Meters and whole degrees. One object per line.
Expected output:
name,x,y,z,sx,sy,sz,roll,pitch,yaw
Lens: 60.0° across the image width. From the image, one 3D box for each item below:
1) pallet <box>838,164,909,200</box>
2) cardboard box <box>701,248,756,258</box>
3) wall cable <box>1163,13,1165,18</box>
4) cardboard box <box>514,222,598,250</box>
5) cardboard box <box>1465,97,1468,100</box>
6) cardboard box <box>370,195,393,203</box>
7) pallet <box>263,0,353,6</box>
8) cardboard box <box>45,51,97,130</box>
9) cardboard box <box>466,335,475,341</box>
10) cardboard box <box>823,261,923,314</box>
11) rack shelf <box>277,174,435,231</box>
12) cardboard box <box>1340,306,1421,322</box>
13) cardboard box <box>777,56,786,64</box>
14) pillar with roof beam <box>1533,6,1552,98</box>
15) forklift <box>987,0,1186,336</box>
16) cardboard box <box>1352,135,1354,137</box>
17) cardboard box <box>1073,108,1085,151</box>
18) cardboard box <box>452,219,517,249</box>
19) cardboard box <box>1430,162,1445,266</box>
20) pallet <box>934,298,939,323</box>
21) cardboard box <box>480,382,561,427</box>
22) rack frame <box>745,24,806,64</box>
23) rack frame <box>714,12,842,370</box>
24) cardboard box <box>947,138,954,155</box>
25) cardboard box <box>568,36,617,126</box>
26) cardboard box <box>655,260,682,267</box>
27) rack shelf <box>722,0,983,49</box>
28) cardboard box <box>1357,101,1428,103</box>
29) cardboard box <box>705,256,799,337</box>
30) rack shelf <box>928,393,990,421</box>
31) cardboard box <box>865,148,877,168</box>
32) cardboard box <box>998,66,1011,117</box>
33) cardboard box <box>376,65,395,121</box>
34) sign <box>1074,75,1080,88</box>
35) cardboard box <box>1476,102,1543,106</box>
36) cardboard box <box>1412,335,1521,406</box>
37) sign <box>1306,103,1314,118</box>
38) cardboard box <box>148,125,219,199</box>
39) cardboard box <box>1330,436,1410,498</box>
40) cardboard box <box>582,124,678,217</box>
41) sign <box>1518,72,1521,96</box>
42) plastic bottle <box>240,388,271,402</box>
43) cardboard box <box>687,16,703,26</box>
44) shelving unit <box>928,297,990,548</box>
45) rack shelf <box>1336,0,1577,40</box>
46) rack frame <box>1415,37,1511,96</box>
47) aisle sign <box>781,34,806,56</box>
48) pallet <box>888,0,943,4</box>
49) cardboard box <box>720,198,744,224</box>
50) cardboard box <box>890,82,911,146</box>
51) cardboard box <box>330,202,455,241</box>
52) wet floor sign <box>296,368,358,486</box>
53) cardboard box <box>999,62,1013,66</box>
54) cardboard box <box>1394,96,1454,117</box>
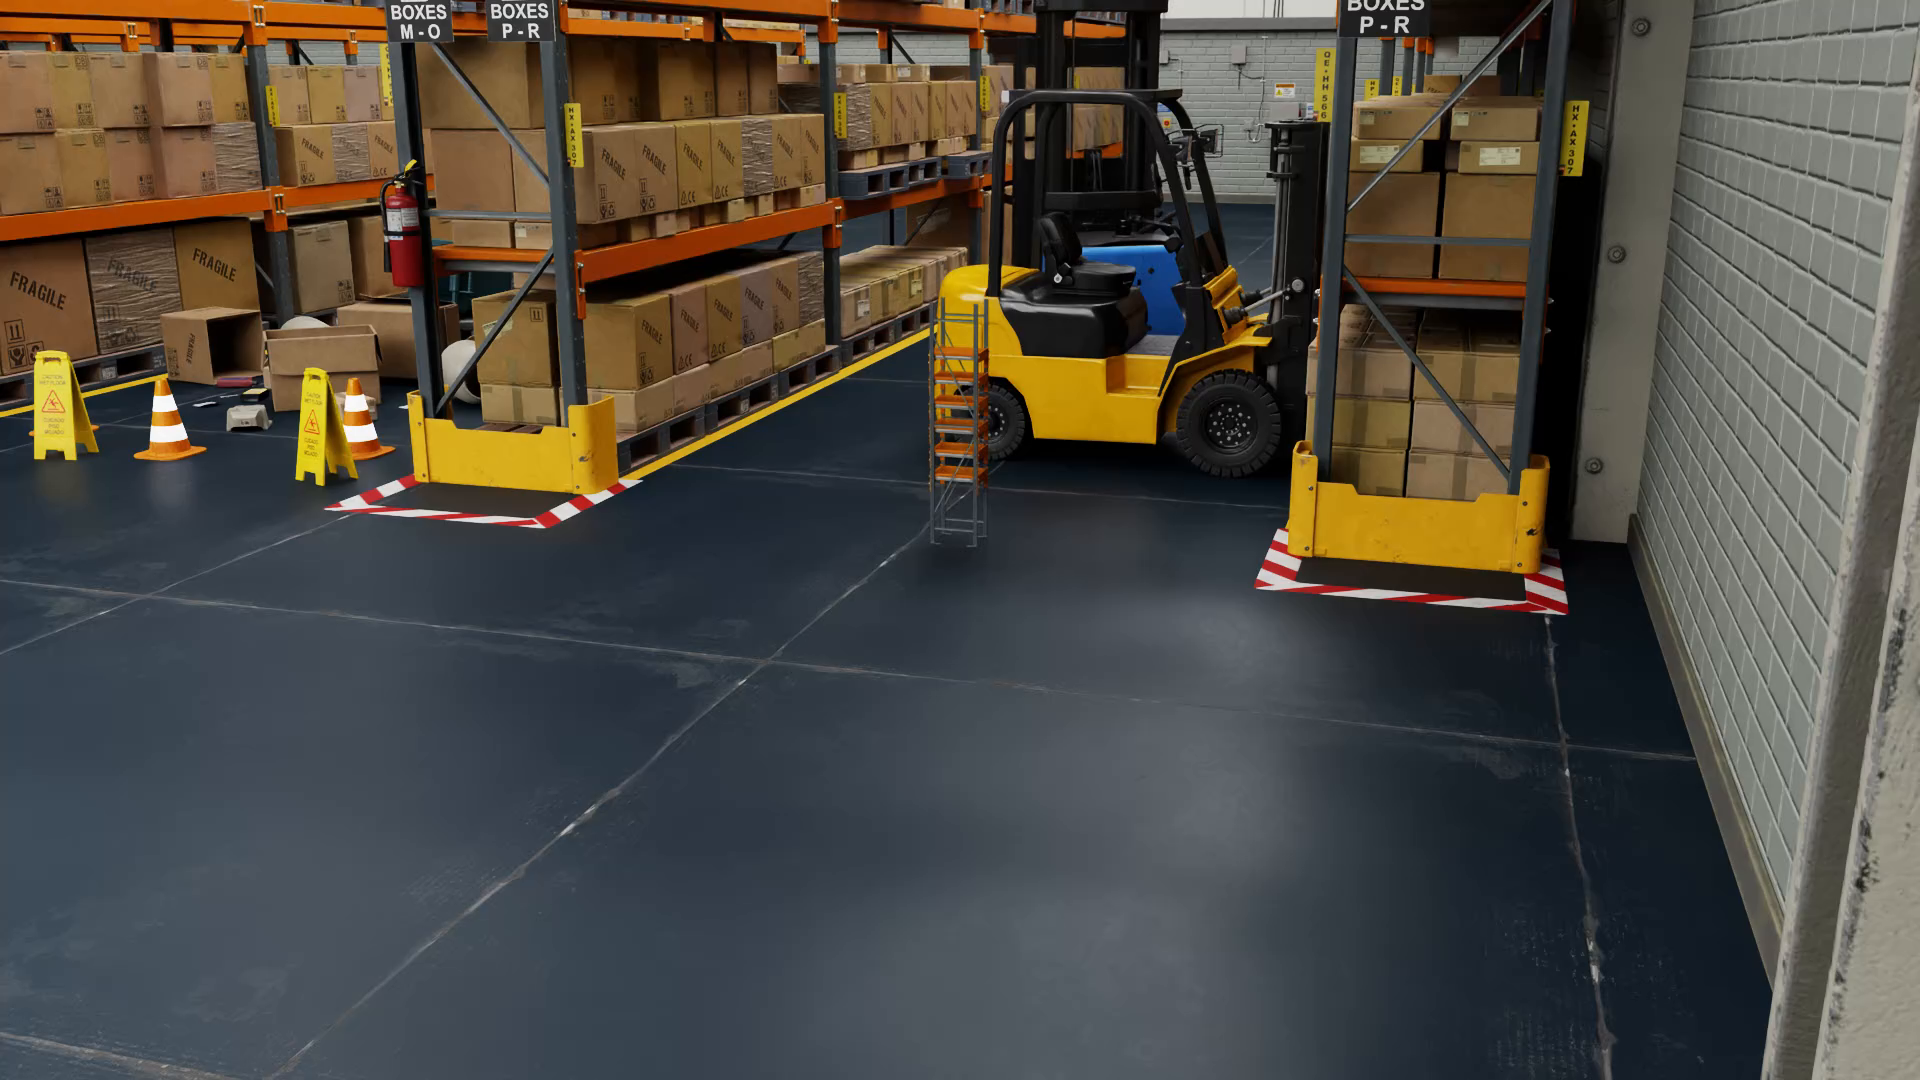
pallet,-1.067,-2.903,13.420,1.003,0.211,1.213,5,16,16
cardboard box,-1.850,-1.914,12.474,0.500,0.500,0.500,5,17,19
wall cable,3.333,-10.343,28.303,0.463,3.000,0.029,5,16,16
cardboard box,-2.265,-1.713,9.330,0.380,0.149,0.250,5,16,16
cardboard box,3.425,-2.757,10.635,0.380,0.149,0.250,4,16,14
cardboard box,-8.387,-5.015,23.637,0.875,0.875,0.875,5,16,16
pallet,-5.985,-4.759,14.465,0.805,0.209,1.217,4,16,14
cardboard box,-6.809,-3.239,12.000,0.875,0.550,0.500,5,16,16
cardboard box,-3.713,-1.445,12.937,0.258,0.266,0.396,-7,17,-23
cardboard box,-0.880,-2.253,14.821,0.950,0.372,0.625,5,17,18
rack shelf,-5.630,-3.342,15.932,1.077,0.370,4.000,5,16,16
cardboard box,2.305,-1.148,9.318,0.500,0.250,0.500,5,17,17
cardboard box,-2.823,-6.705,23.910,0.500,0.500,0.500,4,16,14
pillar with roof beam,2.545,-7.848,19.509,9.100,9.000,0.400,5,16,16
forklift,0.853,-2.820,12.901,1.130,2.935,3.031,-5,16,-16
cardboard box,2.074,-1.918,8.224,0.380,0.149,0.250,5,17,17
cardboard box,1.235,-5.051,20.456,0.500,0.500,0.500,5,17,18
cardboard box,-2.659,-1.754,9.477,0.380,0.149,0.250,5,17,18
cardboard box,2.245,-1.709,8.674,0.500,0.500,0.500,5,17,18
pallet,-0.510,-2.308,16.079,1.003,0.211,1.213,5,16,16
cardboard box,-2.581,-0.878,10.199,0.500,0.250,0.500,5,16,16
rack frame,-2.788,-6.304,25.058,1.000,3.000,0.127,5,16,16
rack frame,-1.423,-2.807,12.729,1.000,3.000,0.127,5,16,16
cardboard box,-0.269,-3.620,15.287,0.380,0.149,0.250,4,16,13
cardboard box,-2.473,-2.715,9.844,0.700,0.500,0.500,5,17,16
cardboard box,-2.161,-1.992,11.563,0.380,0.149,0.250,6,17,19
rack shelf,-0.855,-4.427,14.263,1.077,0.370,4.000,5,16,16
cardboard box,2.366,-2.332,9.136,0.380,0.149,0.250,5,17,17
cardboard box,-1.477,-1.738,11.856,0.500,0.500,0.500,5,17,17
rack shelf,-0.004,-0.646,8.132,0.258,0.103,0.180,5,16,16
cardboard box,-0.884,-3.073,13.357,0.380,0.149,0.250,5,17,17
cardboard box,0.220,-4.623,17.117,0.500,0.500,0.500,5,16,16
cardboard box,-5.629,-4.223,15.705,0.700,0.500,0.500,4,16,15
sign,1.373,-5.379,19.821,0.100,0.325,0.005,5,16,16
cardboard box,2.973,-2.283,8.963,0.380,0.149,0.250,4,16,15
cardboard box,2.518,-0.848,8.259,0.500,0.250,0.500,4,16,15
sign,6.072,-7.193,28.365,0.329,0.494,0.001,5,16,16
cardboard box,-6.426,-2.994,13.112,0.875,0.550,0.550,5,16,16
cardboard box,2.031,-0.403,8.523,0.500,0.250,0.500,5,17,16
cardboard box,-2.015,-2.190,9.825,0.500,0.500,0.500,5,17,18
sign,5.007,-3.984,14.758,0.100,0.325,0.005,5,16,16
plastic bottle,-5.029,-1.040,11.883,0.133,0.061,0.283,-1,16,-3
cardboard box,-3.540,-6.729,21.334,0.500,0.250,0.500,5,17,19
shelving unit,-0.004,-0.573,8.152,0.258,1.200,0.189,5,16,16
rack shelf,2.768,-2.997,9.219,1.077,0.370,4.000,5,16,16
rack frame,5.610,-4.516,18.754,1.000,3.000,0.127,5,16,16
aisle sign,-2.479,-7.550,24.688,0.394,0.787,0.004,5,16,16
pallet,-0.854,-4.585,13.843,1.213,0.211,1.003,5,16,16
cardboard box,-1.648,-2.178,10.970,0.380,0.149,0.250,5,17,16
cardboard box,-0.720,-3.560,13.886,0.500,0.500,0.500,5,16,16
cardboard box,-5.566,-2.949,16.584,1.050,0.750,0.750,5,17,17
wet floor sign,-3.640,-0.661,9.478,0.267,0.644,0.232,11,19,35
cardboard box,0.633,-5.846,20.240,0.380,0.149,0.250,4,16,15
cardboard box,2.991,-2.789,10.749,0.380,0.149,0.250,5,17,17
